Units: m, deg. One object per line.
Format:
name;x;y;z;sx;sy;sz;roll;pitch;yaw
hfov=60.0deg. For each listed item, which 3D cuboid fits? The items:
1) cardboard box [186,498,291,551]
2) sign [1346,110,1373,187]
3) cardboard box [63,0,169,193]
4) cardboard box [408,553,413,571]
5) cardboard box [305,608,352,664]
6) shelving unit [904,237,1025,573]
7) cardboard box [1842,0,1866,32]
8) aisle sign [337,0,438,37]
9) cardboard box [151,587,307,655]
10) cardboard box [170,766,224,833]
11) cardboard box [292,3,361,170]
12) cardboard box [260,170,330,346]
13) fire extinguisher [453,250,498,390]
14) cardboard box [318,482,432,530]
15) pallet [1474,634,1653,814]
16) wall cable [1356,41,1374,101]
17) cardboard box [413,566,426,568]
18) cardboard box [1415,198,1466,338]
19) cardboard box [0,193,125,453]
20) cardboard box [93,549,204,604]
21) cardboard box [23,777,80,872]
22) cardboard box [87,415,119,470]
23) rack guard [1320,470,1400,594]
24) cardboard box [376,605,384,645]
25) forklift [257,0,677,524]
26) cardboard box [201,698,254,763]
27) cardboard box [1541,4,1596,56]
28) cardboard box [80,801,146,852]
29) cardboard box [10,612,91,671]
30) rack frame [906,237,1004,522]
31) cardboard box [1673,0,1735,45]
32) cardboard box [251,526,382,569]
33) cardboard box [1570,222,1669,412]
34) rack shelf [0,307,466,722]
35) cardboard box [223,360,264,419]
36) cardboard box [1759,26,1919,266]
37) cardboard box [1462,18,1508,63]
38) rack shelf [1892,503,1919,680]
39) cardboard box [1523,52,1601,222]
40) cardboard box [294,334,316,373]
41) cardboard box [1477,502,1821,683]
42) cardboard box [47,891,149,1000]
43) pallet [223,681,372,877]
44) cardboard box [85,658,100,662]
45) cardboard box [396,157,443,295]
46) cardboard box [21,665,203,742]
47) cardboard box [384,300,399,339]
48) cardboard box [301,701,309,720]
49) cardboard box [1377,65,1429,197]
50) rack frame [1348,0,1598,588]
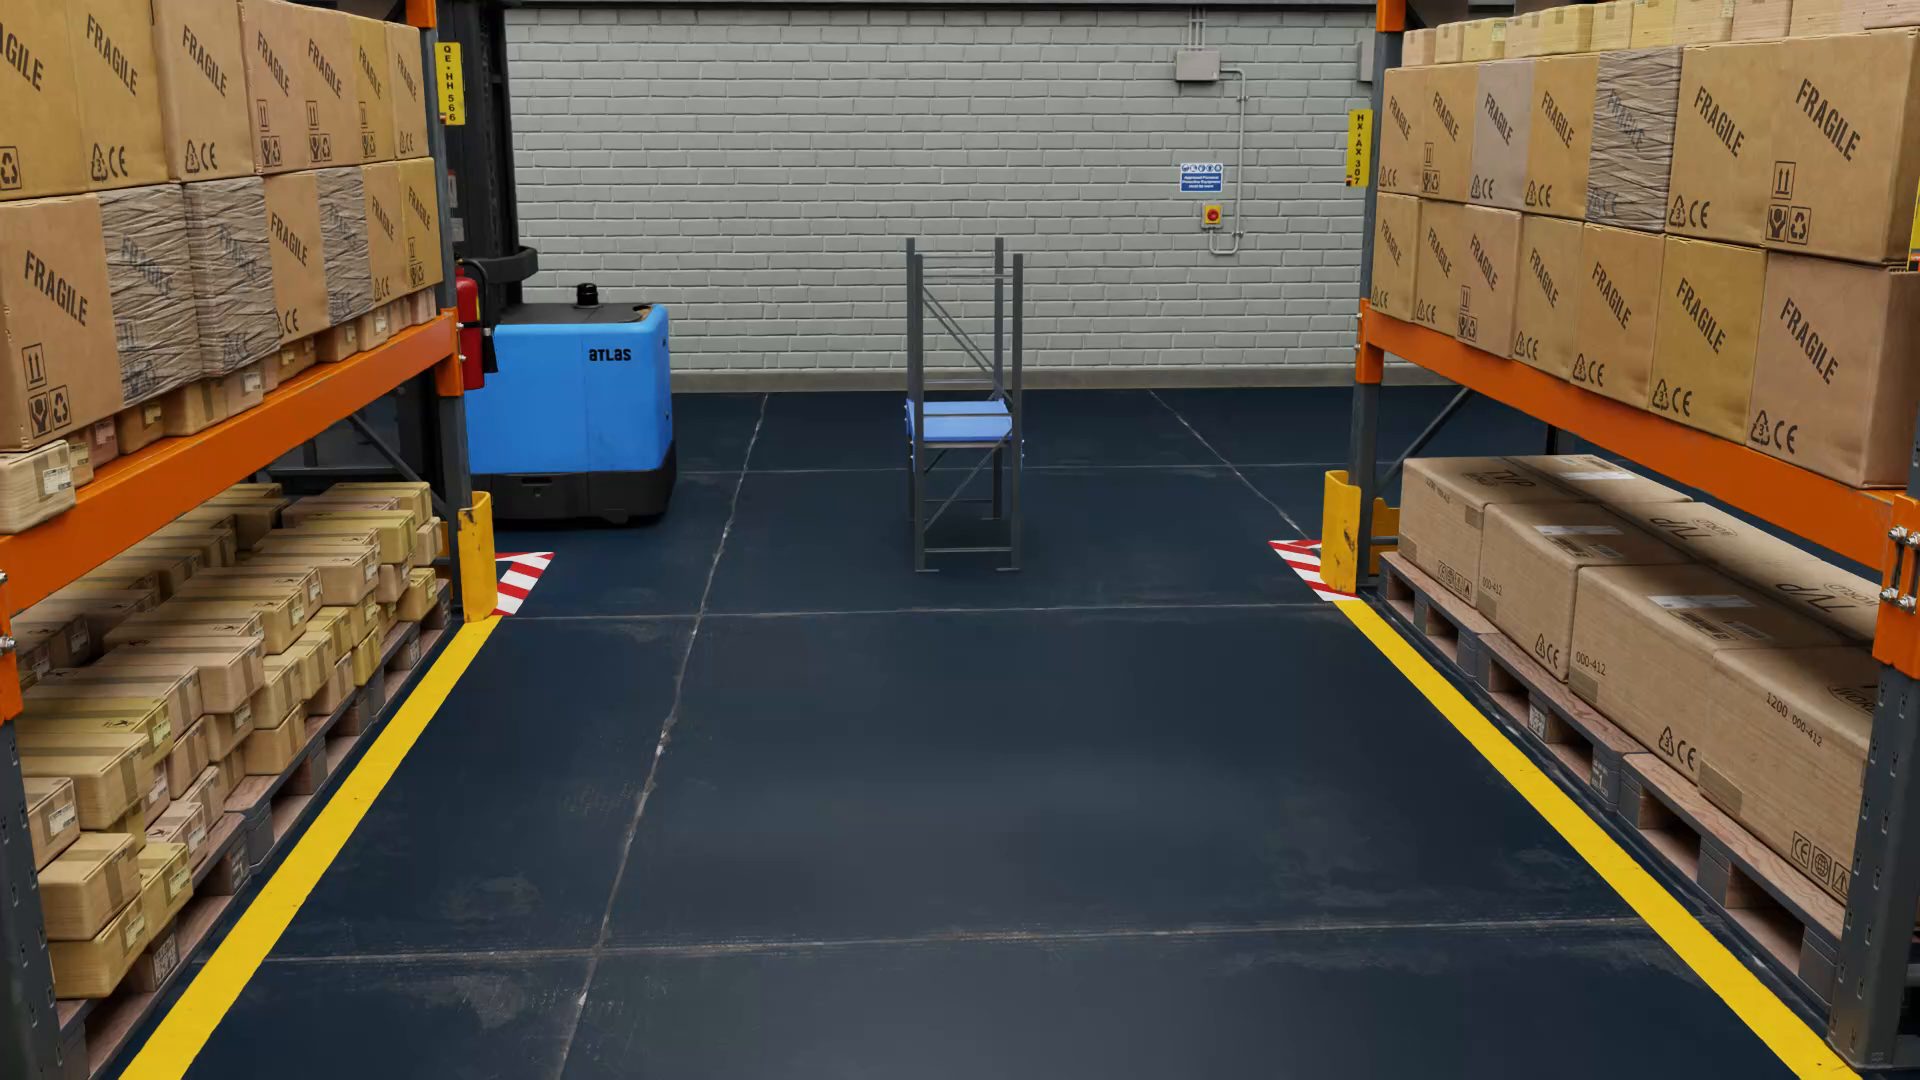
cardboard box;-2.814;-0.060;6.425;0.380;0.149;0.250;-1;14;-2
sign;1.736;-1.704;7.232;0.100;0.325;0.005;-1;14;-3
cardboard box;-2.228;-1.078;3.893;0.500;0.500;0.500;-1;14;-5
cardboard box;-2.364;0.074;6.500;0.380;0.149;0.250;-1;14;-5
cardboard box;-2.250;0.330;5.505;0.380;0.149;0.250;0;14;-1
shelving unit;0.005;-0.705;8.257;0.538;1.500;1.048;-1;14;-3
cardboard box;2.293;-1.244;3.833;0.380;0.149;0.250;-1;14;-2
aisle sign;-2.349;-2.433;6.747;0.394;0.787;0.004;-1;14;-3
cardboard box;-2.282;0.254;5.203;0.380;0.149;0.250;-1;14;-3
cardboard box;-2.248;0.735;4.527;0.380;0.149;0.250;-1;14;-5
cardboard box;-2.295;-1.463;5.389;0.500;0.500;0.500;0;14;-1
cardboard box;-2.271;-0.858;5.044;0.500;0.500;0.500;0;14;-1
fire extinguisher;-2.199;-1.003;7.310;0.296;0.674;0.183;-1;14;-3
cardboard box;-2.358;-0.135;6.715;0.380;0.149;0.250;-1;14;-3
pallet;2.490;0.598;5.780;1.003;0.211;1.213;-1;14;-3
wall cable;3.332;-3.172;12.796;0.588;1.984;0.122;-1;14;-3
cardboard box;-2.403;0.153;6.789;0.380;0.149;0.250;-1;14;-2
cardboard box;2.092;-1.052;6.396;0.500;0.500;0.500;-1;14;-4
cardboard box;-2.175;-0.476;3.561;0.500;0.500;0.500;-1;14;-4
cardboard box;-2.820;0.134;5.671;0.380;0.149;0.250;0;14;-1
cardboard box;-2.211;0.643;3.691;0.380;0.149;0.250;0;14;-1
cardboard box;-2.246;-0.239;3.941;0.380;0.149;0.250;-2;15;-6
rack guard;2.289;-0.049;7.712;1.175;0.500;0.348;-1;14;-3
cardboard box;-2.328;0.344;6.048;0.380;0.149;0.250;-1;14;-3
forklift;-3.117;-1.577;8.775;3.031;2.935;1.130;-1;14;-5
cardboard box;-2.263;0.524;4.753;0.380;0.149;0.250;0;14;-1
cardboard box;2.090;-1.621;5.298;0.380;0.149;0.250;-1;14;-5
cardboard box;-2.205;0.720;3.991;0.380;0.149;0.250;-1;14;-3
cardboard box;-2.832;0.325;4.930;0.380;0.149;0.250;-1;14;-5
rack frame;-0.026;-0.832;8.748;0.500;1.500;0.032;-1;14;-3
cardboard box;2.203;-1.431;4.558;0.380;0.149;0.250;-1;14;-4
cardboard box;-2.305;0.056;5.972;0.380;0.149;0.250;-1;15;-6
cardboard box;2.171;-0.671;4.914;0.500;0.500;0.500;-1;14;-4
rack shelf;-2.520;-0.306;5.139;1.077;0.370;4.000;-1;14;-3
cardboard box;-2.217;-0.437;4.711;0.380;0.149;0.250;0;14;-1
cardboard box;2.233;-0.904;3.813;0.500;0.500;0.500;-1;14;-4
cardboard box;2.059;-1.812;6.039;0.380;0.149;0.250;-1;14;-5
rack shelf;2.662;0.587;1.667;1.077;0.370;4.000;-1;14;-3
cardboard box;2.146;-1.282;5.281;0.500;0.500;0.500;-1;14;-3
cardboard box;-2.350;-0.632;5.465;0.380;0.149;0.250;-1;15;-6
cardboard box;2.496;0.174;6.128;0.875;0.438;0.875;0;14;-2
cardboard box;-2.098;0.925;3.790;0.380;0.149;0.250;-2;15;-6
pallet;-2.552;0.723;5.293;1.003;0.211;1.213;-1;14;-3
cardboard box;-2.720;0.408;5.201;0.380;0.149;0.250;0;14;-1
cardboard box;-2.359;-1.236;6.514;0.500;0.500;0.500;-1;14;-2
cardboard box;-2.273;0.447;4.452;0.380;0.149;0.250;-1;14;-5
cardboard box;-2.333;-0.829;6.232;0.380;0.149;0.250;-1;14;-4
cardboard box;-2.312;0.539;5.291;0.380;0.149;0.250;0;14;-2
cardboard box;2.036;-1.662;6.759;0.500;0.500;0.500;-1;14;-5
rack frame;2.290;-1.253;7.377;1.000;3.000;0.127;-1;14;-3
